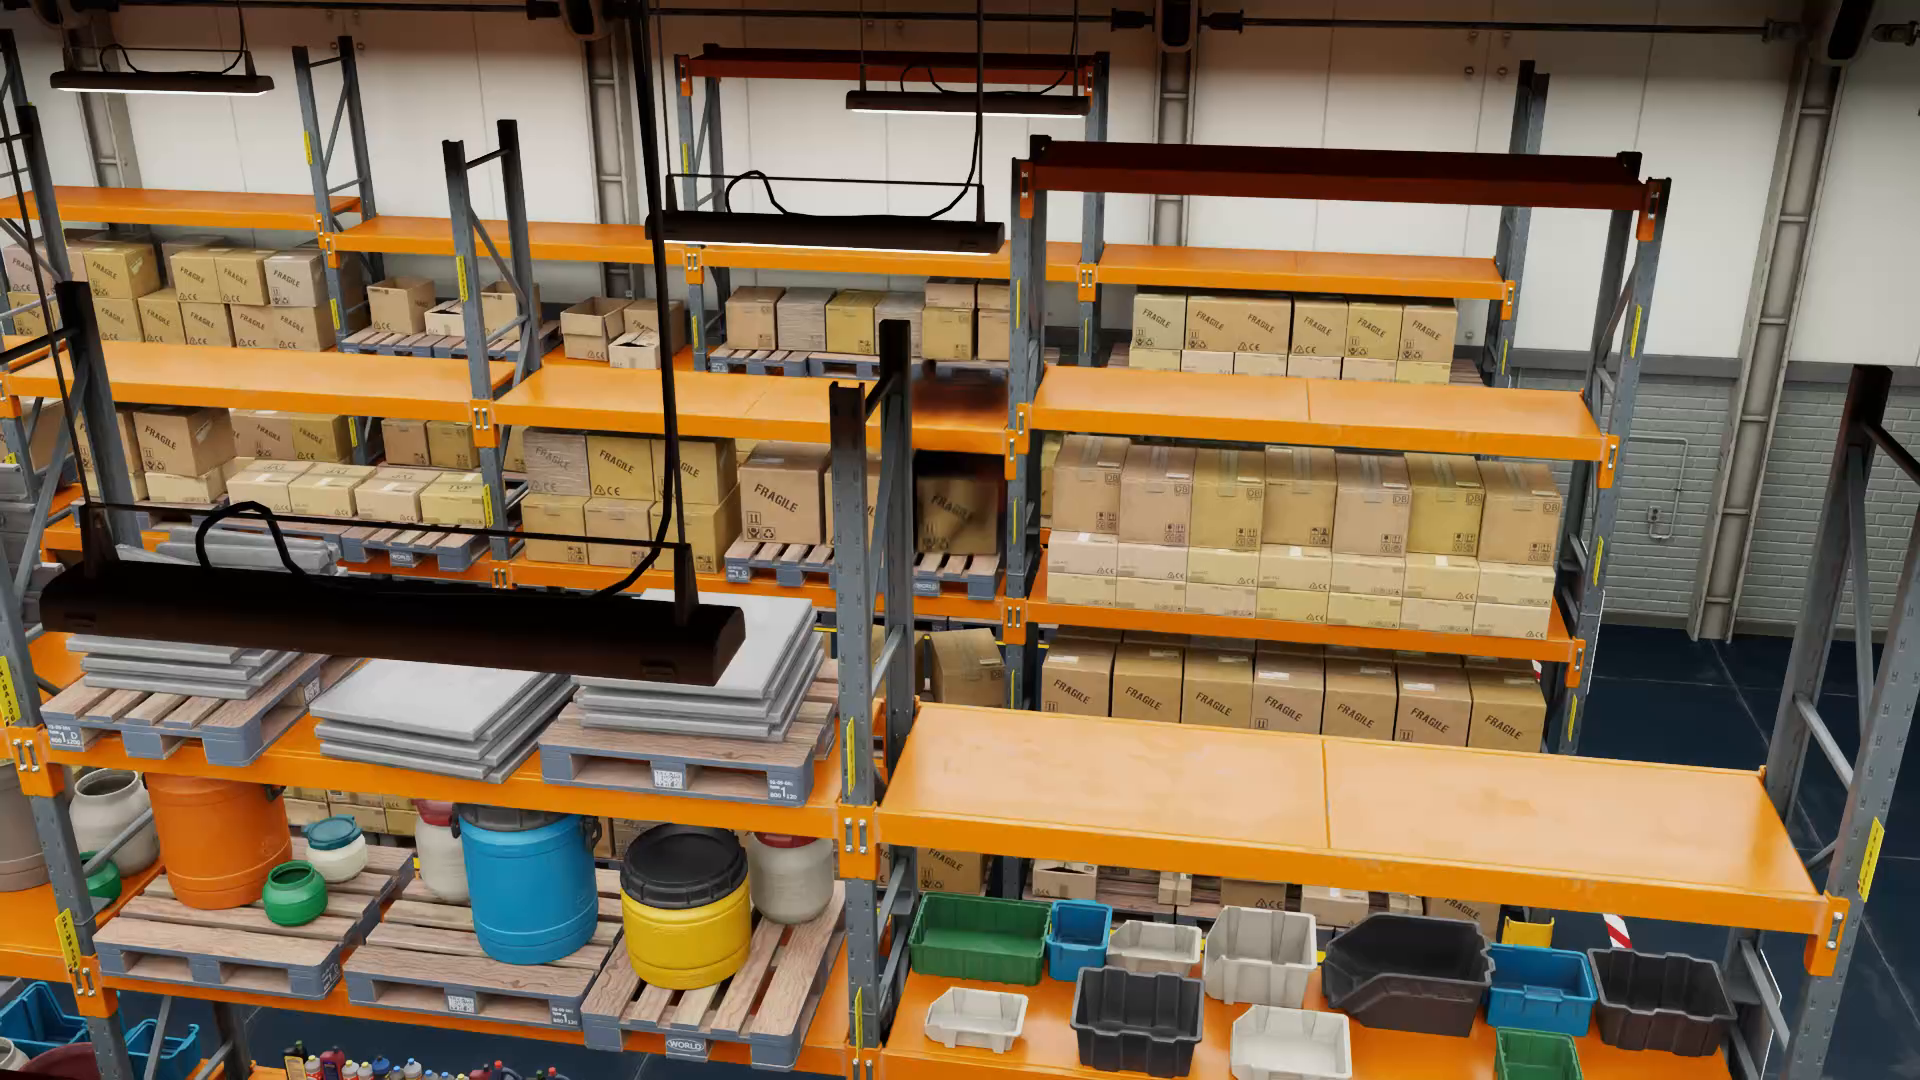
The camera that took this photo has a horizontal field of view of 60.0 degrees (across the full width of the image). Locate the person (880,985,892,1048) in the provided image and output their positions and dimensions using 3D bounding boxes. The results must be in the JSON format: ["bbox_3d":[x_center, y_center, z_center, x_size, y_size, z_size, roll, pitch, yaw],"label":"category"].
[{"bbox_3d":[-0.419,3.198,10.442,0.594,1.741,0.597,12,26,26],"label":"person"}]
